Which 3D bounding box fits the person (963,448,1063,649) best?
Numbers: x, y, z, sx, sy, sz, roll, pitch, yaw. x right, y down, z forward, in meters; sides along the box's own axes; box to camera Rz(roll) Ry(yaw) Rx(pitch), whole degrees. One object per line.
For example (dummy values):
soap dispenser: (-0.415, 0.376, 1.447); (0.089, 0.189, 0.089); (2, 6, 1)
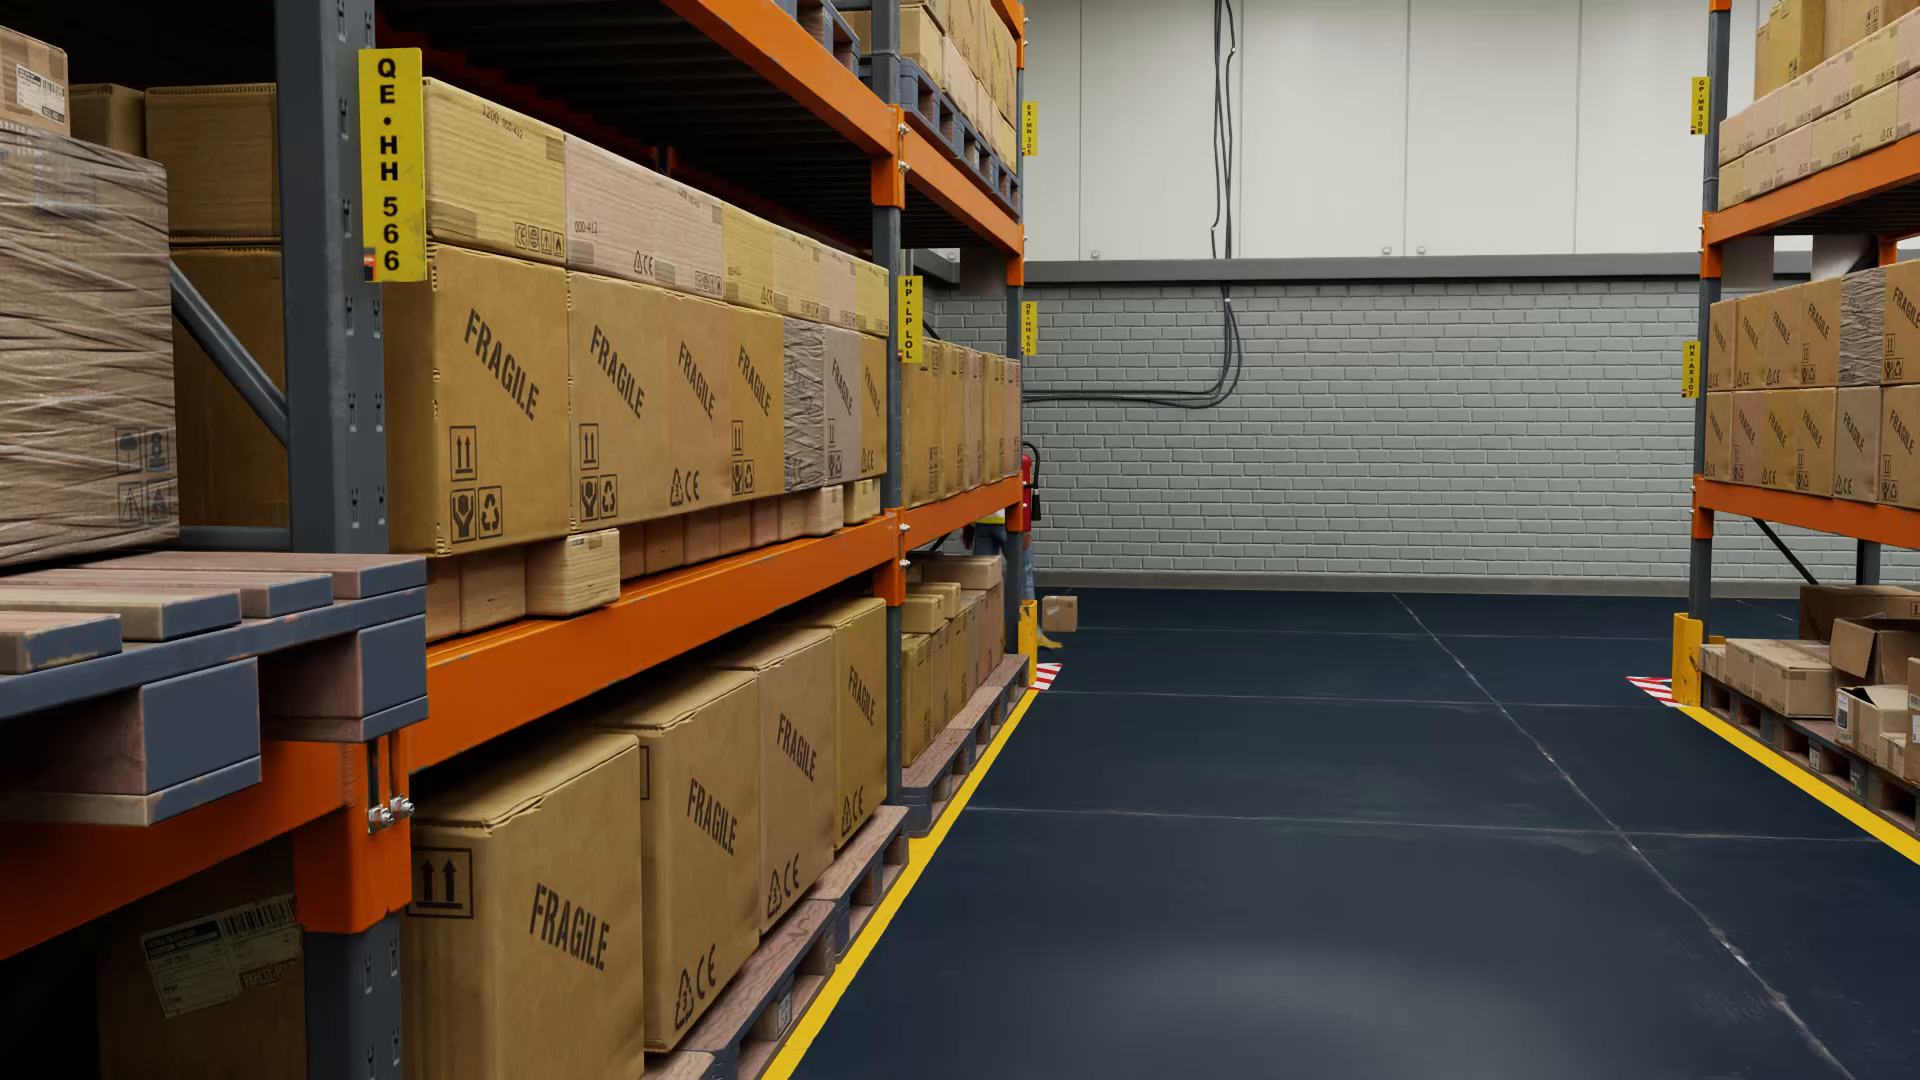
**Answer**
person: (0.278, -0.098, 11.793); (0.644, 1.775, 0.714); (4, 6, 40)
